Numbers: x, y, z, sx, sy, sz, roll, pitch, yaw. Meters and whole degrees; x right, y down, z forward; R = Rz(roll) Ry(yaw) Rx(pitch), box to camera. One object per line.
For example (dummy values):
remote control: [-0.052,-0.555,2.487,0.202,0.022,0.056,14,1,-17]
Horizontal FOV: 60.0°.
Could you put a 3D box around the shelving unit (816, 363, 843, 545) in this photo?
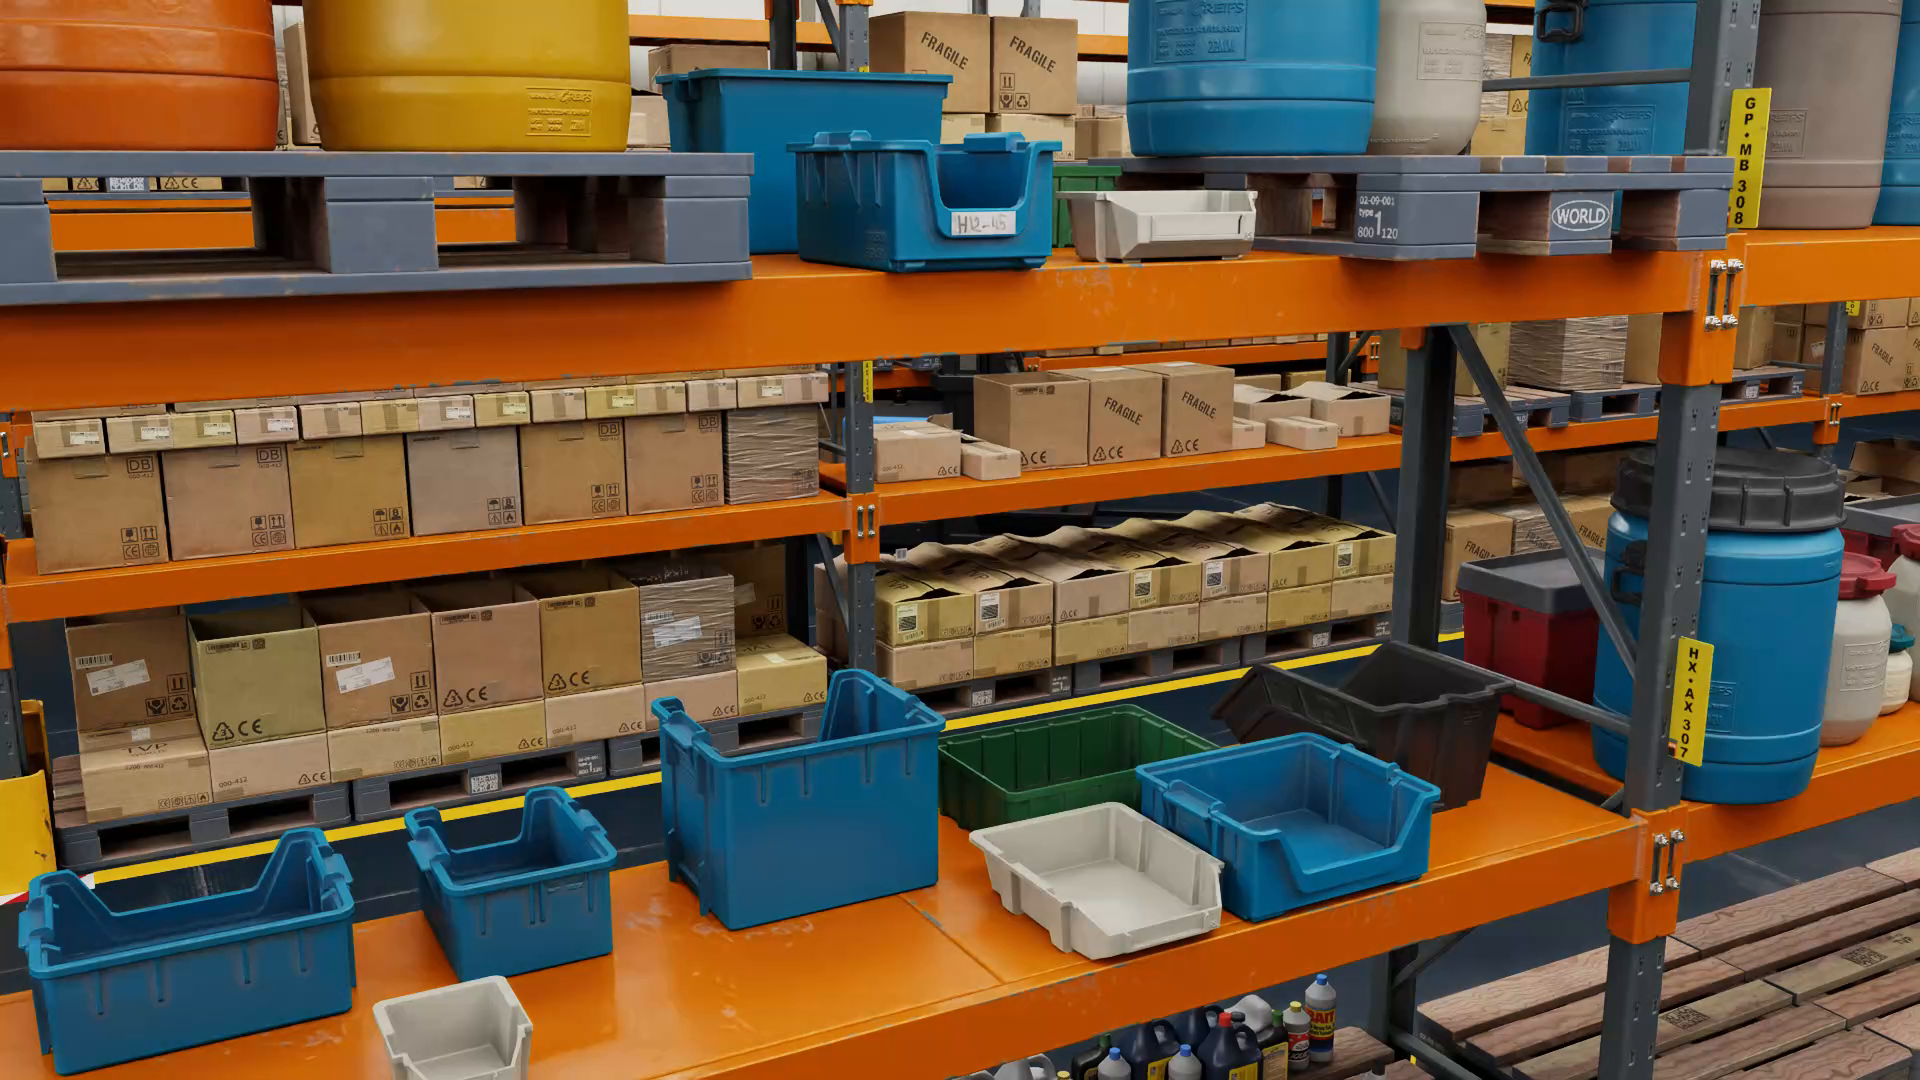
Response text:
shelving unit: [-1.551,-0.697,13.289,1.083,1.500,0.587,-7,14,-28]

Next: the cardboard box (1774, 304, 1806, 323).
cardboard box: [6.604,-1.992,13.122,0.500,0.500,0.500,-7,14,-28]

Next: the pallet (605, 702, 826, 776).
pallet: [-1.456,0.926,9.015,1.213,0.211,1.003,-7,14,-28]

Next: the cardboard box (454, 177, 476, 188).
cardboard box: [-3.889,-2.835,12.269,0.500,0.500,0.500,-8,15,-33]

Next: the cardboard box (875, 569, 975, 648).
cardboard box: [-0.255,0.357,9.219,0.500,0.311,0.500,-7,14,-28]

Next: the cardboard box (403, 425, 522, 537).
cardboard box: [-2.475,-0.348,8.098,0.500,0.500,0.700,-6,14,-26]

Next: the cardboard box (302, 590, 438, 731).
cardboard box: [-2.801,0.560,7.889,0.500,0.500,0.500,-7,14,-28]

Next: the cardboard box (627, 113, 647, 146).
cardboard box: [-1.665,-1.945,7.884,0.250,0.149,0.380,-7,14,-28]

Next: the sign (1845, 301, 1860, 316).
sign: [6.553,-1.810,12.184,0.005,0.325,0.100,-7,14,-28]

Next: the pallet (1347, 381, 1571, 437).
pallet: [3.335,-0.922,11.313,1.003,0.211,1.213,-7,14,-28]

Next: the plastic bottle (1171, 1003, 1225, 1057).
plastic bottle: [0.725,1.527,5.022,0.185,0.351,0.144,-6,14,-26]

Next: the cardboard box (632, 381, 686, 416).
cardboard box: [-1.550,-0.724,8.290,0.250,0.149,0.380,-7,14,-28]

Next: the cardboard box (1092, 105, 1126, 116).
cardboard box: [1.235,-3.740,15.335,0.500,0.500,0.700,-8,15,-31]

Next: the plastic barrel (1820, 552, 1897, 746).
plastic barrel: [2.577,0.320,5.046,0.433,0.535,0.433,0,13,0]

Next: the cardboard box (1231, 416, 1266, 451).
cardboard box: [1.681,-0.664,10.298,0.250,0.149,0.380,-6,14,-24]

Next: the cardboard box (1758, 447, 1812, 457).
cardboard box: [6.648,-0.462,13.520,0.500,0.500,0.500,-7,14,-28]

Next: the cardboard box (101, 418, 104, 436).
cardboard box: [-3.775,-0.560,7.558,0.250,0.149,0.380,-6,14,-26]

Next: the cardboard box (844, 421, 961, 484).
cardboard box: [-0.326,-0.497,9.329,0.500,0.250,0.500,-6,14,-24]

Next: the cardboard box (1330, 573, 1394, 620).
cardboard box: [2.428,0.308,10.716,0.500,0.250,0.500,-6,14,-27]

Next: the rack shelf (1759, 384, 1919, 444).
rack shelf: [8.040,-1.211,13.799,4.000,0.370,1.077,-7,14,-28]

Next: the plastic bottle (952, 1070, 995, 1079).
plastic bottle: [0.023,1.611,4.648,0.185,0.351,0.144,-6,14,-26]

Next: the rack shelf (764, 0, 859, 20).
rack shelf: [-2.493,-2.681,7.574,4.000,0.370,1.077,-7,14,-28]

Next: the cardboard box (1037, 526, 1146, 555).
cardboard box: [0.816,0.095,10.386,0.500,0.311,0.500,-7,14,-29]

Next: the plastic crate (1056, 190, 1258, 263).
plastic crate: [0.417,-0.643,3.405,0.396,0.136,0.243,-7,14,-28]

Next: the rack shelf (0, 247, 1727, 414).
rack shelf: [-0.123,-0.457,3.616,4.000,0.370,1.077,-7,14,-28]

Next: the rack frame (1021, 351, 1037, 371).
rack frame: [0.397,-1.885,15.155,0.127,3.000,1.000,-7,14,-28]

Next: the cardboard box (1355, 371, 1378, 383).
cardboard box: [4.391,-1.690,17.546,0.250,0.149,0.380,-7,14,-28]

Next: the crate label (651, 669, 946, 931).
crate label: [-0.392,0.602,4.020,0.616,0.435,0.502,-7,14,-28]

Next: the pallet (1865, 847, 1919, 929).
pallet: [4.445,1.458,6.649,1.213,0.211,1.003,-7,14,-28]

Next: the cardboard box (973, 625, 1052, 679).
cardboard box: [0.184,0.578,9.515,0.500,0.250,0.500,-6,14,-26]

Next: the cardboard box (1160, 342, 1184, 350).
cardboard box: [1.913,-1.903,15.761,0.250,0.149,0.380,-7,14,-27]

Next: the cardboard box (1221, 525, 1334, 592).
cardboard box: [1.979,0.090,10.405,0.500,0.311,0.500,-7,14,-29]

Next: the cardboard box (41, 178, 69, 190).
cardboard box: [-6.212,-2.553,11.015,0.500,0.500,0.500,-6,14,-26]

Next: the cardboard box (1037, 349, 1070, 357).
cardboard box: [0.796,-1.763,15.136,0.250,0.149,0.380,-7,14,-29]

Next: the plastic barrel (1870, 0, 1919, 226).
plastic barrel: [3.123,-1.496,5.452,0.708,0.901,0.600,-7,14,-28]

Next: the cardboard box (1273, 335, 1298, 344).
cardboard box: [3.084,-2.014,16.255,0.250,0.149,0.380,-7,14,-28]

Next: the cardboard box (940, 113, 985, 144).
cardboard box: [-0.192,-2.168,8.966,0.500,0.250,0.500,-5,14,-22]

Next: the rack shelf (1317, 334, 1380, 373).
rack shelf: [5.663,-2.166,18.039,4.000,0.370,1.077,-7,14,-28]

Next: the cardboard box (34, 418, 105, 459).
cardboard box: [-3.801,-0.455,7.092,0.250,0.149,0.380,-7,14,-28]

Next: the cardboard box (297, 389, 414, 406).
cardboard box: [-2.885,-0.933,7.741,0.500,0.500,0.700,-7,14,-28]

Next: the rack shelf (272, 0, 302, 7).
rack shelf: [-4.870,-3.828,11.771,4.000,0.370,1.077,-7,14,-28]

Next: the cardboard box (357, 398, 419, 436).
cardboard box: [-2.671,-0.590,7.696,0.250,0.149,0.380,-7,14,-29]

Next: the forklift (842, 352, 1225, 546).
forklift: [0.622,-1.410,13.197,3.031,2.935,1.130,2,13,8]

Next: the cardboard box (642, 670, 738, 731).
cardboard box: [-1.483,0.768,8.672,0.500,0.250,0.500,-7,14,-28]

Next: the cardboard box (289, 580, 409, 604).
cardboard box: [-3.050,0.459,8.334,0.500,0.500,0.500,-7,14,-28]

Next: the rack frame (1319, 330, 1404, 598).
rack frame: [2.773,-0.931,10.915,0.127,3.000,1.000,-7,14,-28]

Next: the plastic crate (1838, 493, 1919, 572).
plastic crate: [3.579,0.104,6.171,0.583,0.464,0.402,-7,14,-28]

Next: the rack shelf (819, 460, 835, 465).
rack shelf: [-1.559,-0.520,13.324,1.000,0.185,0.538,-7,14,-28]

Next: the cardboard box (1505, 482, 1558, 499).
cardboard box: [3.936,-0.124,12.021,0.500,0.500,0.500,-7,15,-30]

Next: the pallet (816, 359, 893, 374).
pallet: [-1.321,-1.576,14.216,1.213,0.211,1.003,-7,14,-28]

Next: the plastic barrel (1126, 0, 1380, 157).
plastic barrel: [0.708,-1.384,3.998,0.708,0.901,0.600,-7,14,-28]

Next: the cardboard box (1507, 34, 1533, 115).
cardboard box: [3.607,-3.029,10.902,0.500,0.500,0.500,-7,14,-28]

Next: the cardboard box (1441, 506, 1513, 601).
cardboard box: [3.310,0.081,11.109,0.500,0.500,0.500,-6,14,-25]

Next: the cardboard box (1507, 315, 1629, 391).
cardboard box: [4.166,-1.332,11.513,0.500,0.500,0.700,-4,13,-17]

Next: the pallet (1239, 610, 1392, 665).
pallet: [2.032,0.508,10.870,1.213,0.211,1.003,-7,14,-28]

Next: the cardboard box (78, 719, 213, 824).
cardboard box: [-3.671,1.033,7.491,0.500,0.250,0.500,-7,14,-28]
